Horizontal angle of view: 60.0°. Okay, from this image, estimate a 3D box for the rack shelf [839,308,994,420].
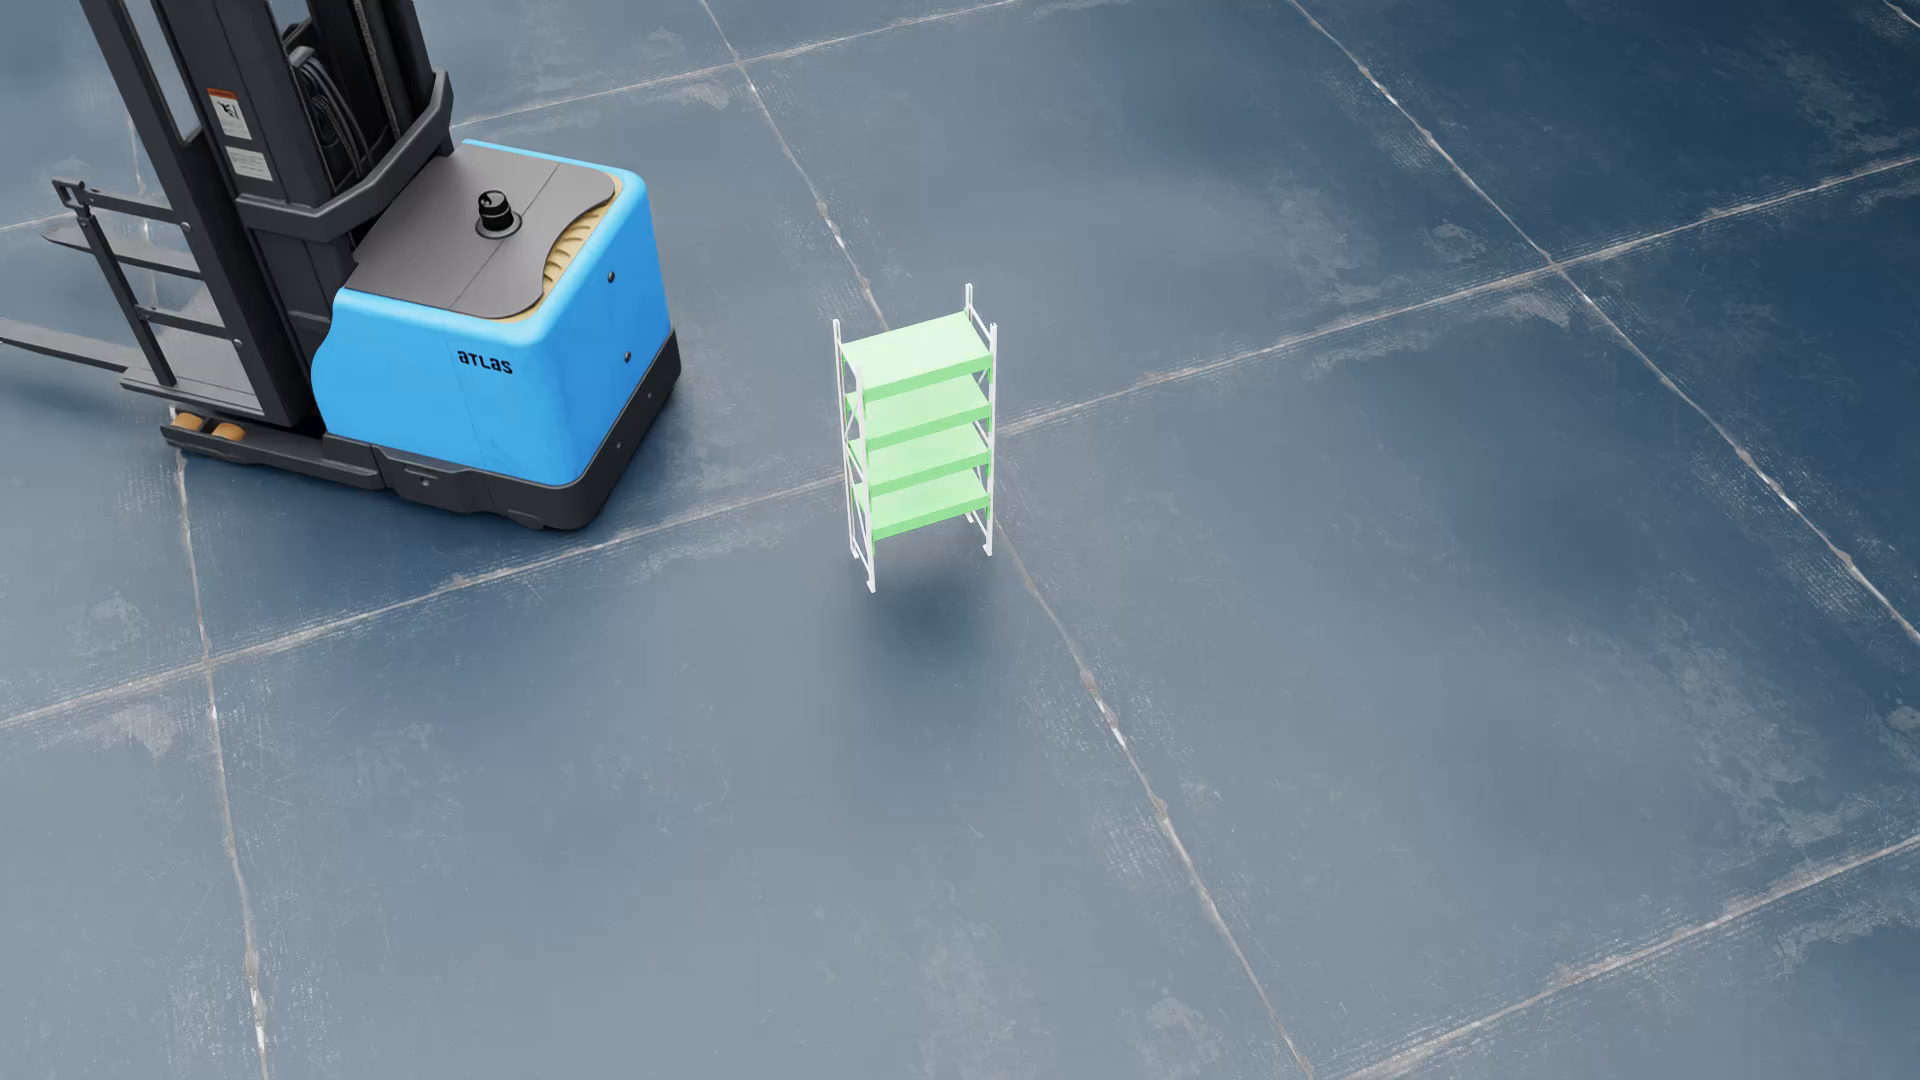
[{"bbox_3d":[-0.153,-0.615,5.779,0.480,0.148,0.258,-17,52,-14],"label":"rack shelf"}]

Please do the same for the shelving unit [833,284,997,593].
[{"bbox_3d":[-0.153,-0.343,6.095,0.503,1.200,0.258,-17,52,-14],"label":"shelving unit"}]

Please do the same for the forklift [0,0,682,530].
[{"bbox_3d":[-2.768,-1.646,6.072,3.031,2.935,1.130,13,51,11],"label":"forklift"}]

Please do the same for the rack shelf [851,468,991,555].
[{"bbox_3d":[-0.153,-0.145,6.325,0.480,0.148,0.258,-17,52,-14],"label":"rack shelf"}]

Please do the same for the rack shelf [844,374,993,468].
[{"bbox_3d":[-0.153,-0.458,5.961,0.480,0.148,0.258,-17,52,-14],"label":"rack shelf"}]

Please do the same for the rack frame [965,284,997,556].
[{"bbox_3d":[0.073,-0.413,6.155,0.015,1.200,0.240,-17,52,-14],"label":"rack frame"}]

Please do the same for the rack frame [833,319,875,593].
[{"bbox_3d":[-0.379,-0.273,6.035,0.015,1.200,0.240,-17,52,-14],"label":"rack frame"}]

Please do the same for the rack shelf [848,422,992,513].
[{"bbox_3d":[-0.153,-0.302,6.143,0.480,0.148,0.258,-17,52,-14],"label":"rack shelf"}]
